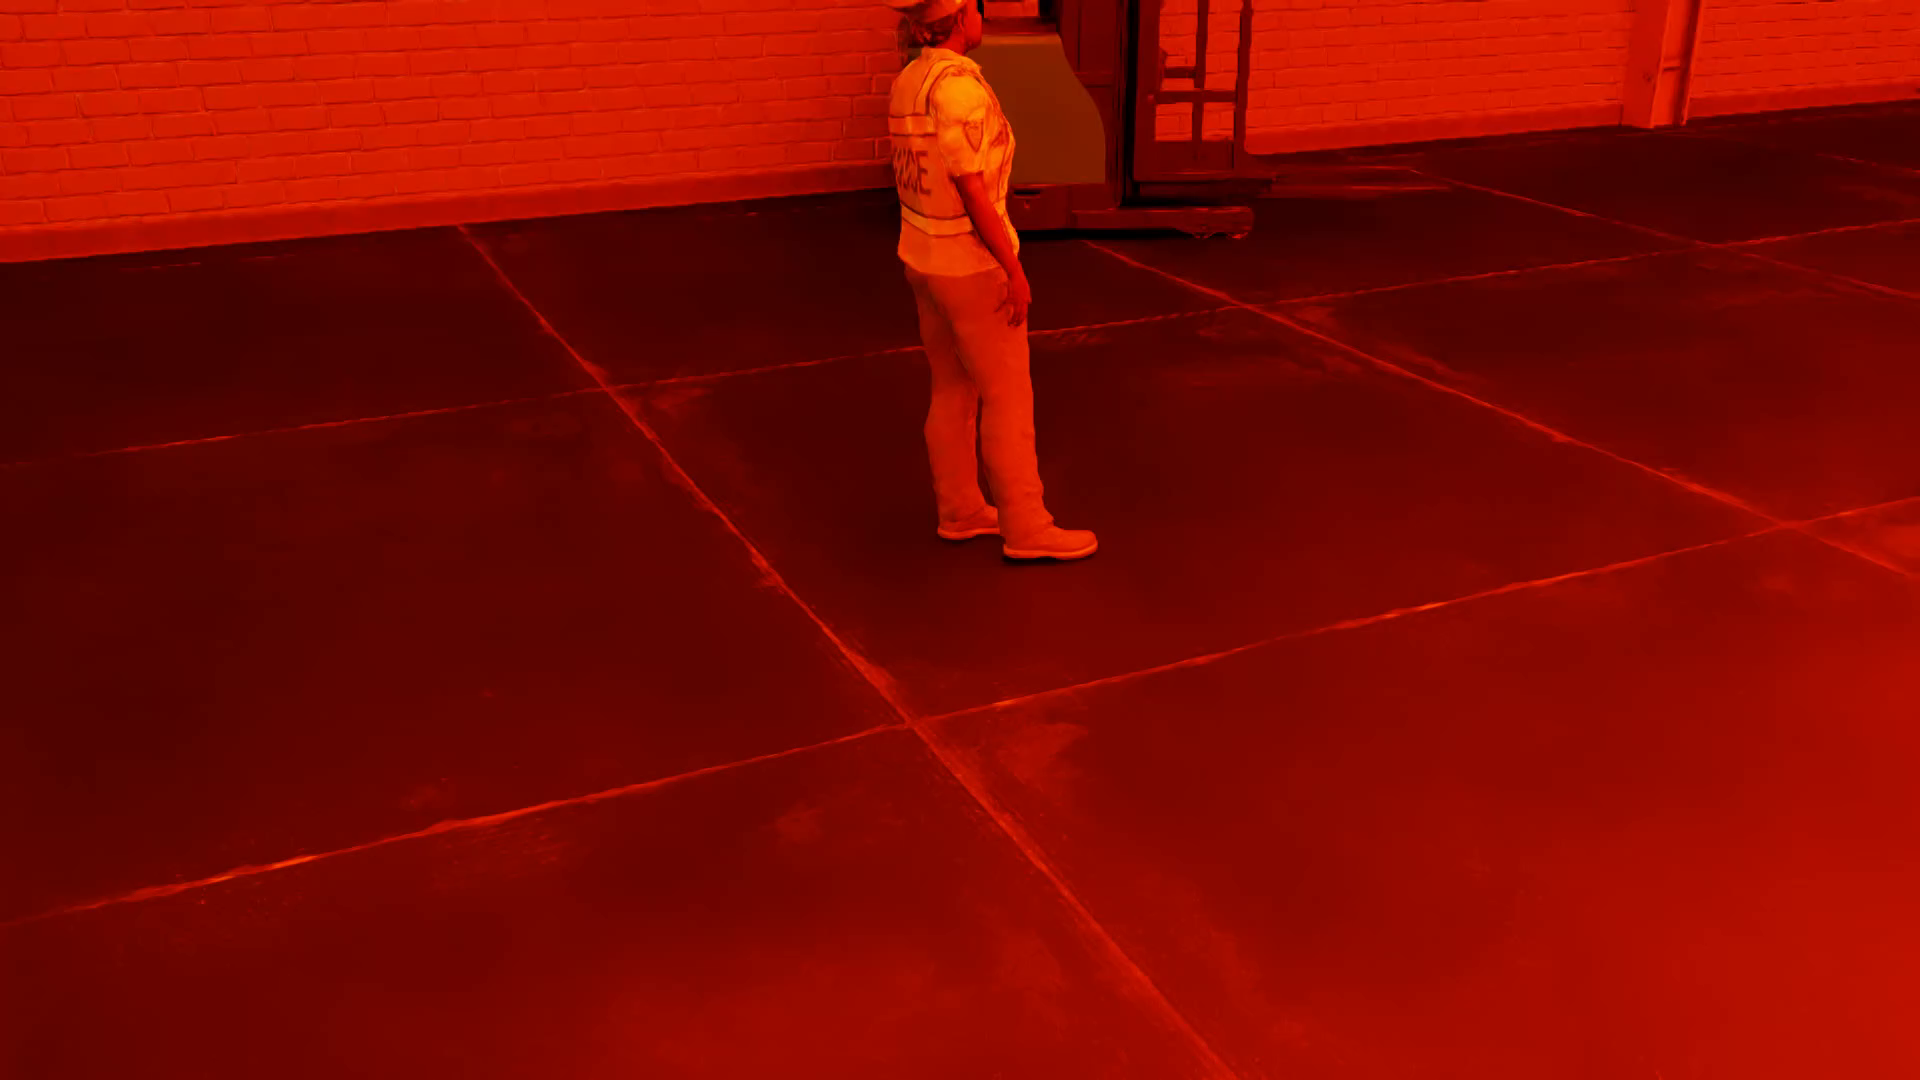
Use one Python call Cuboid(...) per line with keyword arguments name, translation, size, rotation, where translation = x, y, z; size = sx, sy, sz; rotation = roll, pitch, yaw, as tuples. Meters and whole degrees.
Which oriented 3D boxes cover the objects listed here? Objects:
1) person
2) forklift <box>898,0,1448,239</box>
Cuboid(name="person", translation=(0.076, -0.793, 4.792), size=(0.529, 1.692, 0.570), rotation=(-10, 25, -23))
Cuboid(name="forklift", translation=(1.184, -3.194, 8.975), size=(3.031, 2.935, 1.130), rotation=(-2, 23, -5))
